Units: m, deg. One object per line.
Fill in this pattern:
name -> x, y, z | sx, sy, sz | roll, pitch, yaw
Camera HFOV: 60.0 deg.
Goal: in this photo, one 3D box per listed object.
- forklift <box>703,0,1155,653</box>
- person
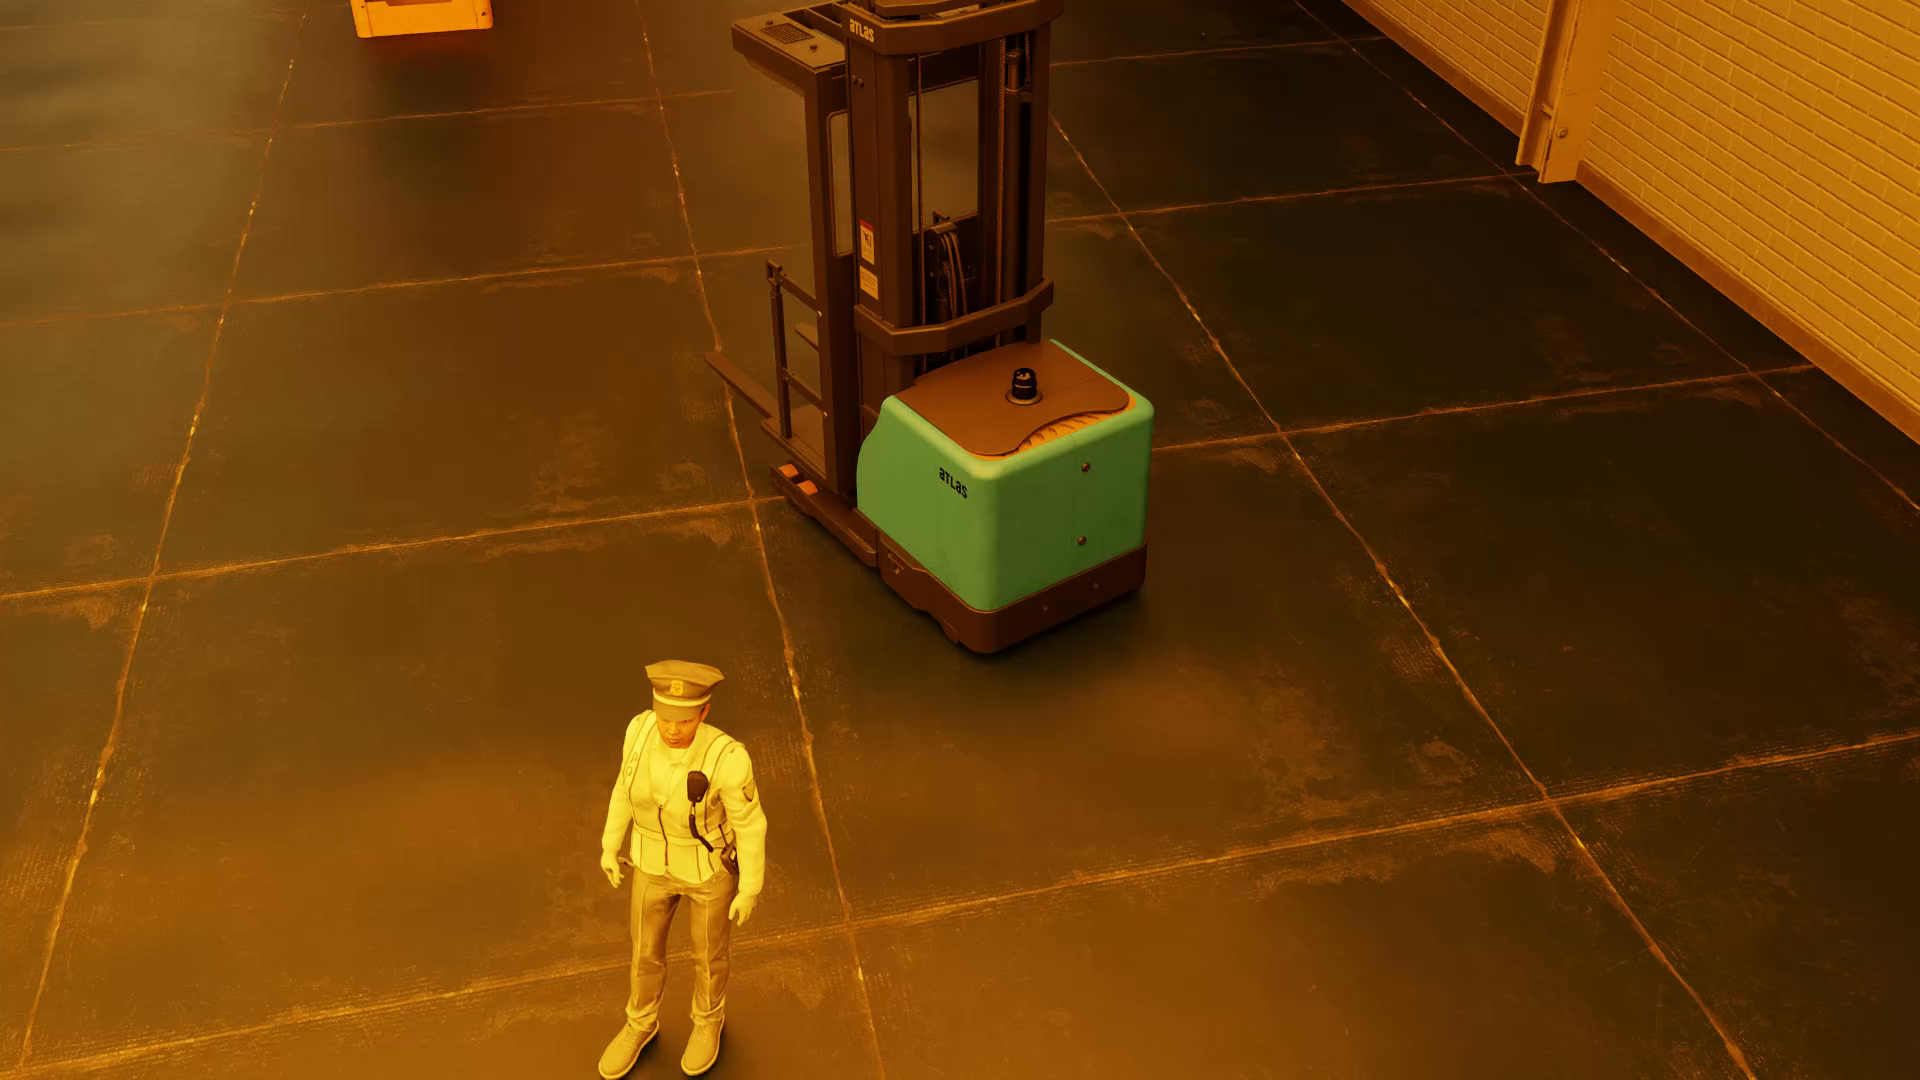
forklift -> -0.350, -1.480, 8.107 | 1.130, 2.935, 3.031 | -22, 41, -28
person -> -0.943, 1.126, 5.532 | 0.588, 1.695, 0.530 | 11, 37, 15
